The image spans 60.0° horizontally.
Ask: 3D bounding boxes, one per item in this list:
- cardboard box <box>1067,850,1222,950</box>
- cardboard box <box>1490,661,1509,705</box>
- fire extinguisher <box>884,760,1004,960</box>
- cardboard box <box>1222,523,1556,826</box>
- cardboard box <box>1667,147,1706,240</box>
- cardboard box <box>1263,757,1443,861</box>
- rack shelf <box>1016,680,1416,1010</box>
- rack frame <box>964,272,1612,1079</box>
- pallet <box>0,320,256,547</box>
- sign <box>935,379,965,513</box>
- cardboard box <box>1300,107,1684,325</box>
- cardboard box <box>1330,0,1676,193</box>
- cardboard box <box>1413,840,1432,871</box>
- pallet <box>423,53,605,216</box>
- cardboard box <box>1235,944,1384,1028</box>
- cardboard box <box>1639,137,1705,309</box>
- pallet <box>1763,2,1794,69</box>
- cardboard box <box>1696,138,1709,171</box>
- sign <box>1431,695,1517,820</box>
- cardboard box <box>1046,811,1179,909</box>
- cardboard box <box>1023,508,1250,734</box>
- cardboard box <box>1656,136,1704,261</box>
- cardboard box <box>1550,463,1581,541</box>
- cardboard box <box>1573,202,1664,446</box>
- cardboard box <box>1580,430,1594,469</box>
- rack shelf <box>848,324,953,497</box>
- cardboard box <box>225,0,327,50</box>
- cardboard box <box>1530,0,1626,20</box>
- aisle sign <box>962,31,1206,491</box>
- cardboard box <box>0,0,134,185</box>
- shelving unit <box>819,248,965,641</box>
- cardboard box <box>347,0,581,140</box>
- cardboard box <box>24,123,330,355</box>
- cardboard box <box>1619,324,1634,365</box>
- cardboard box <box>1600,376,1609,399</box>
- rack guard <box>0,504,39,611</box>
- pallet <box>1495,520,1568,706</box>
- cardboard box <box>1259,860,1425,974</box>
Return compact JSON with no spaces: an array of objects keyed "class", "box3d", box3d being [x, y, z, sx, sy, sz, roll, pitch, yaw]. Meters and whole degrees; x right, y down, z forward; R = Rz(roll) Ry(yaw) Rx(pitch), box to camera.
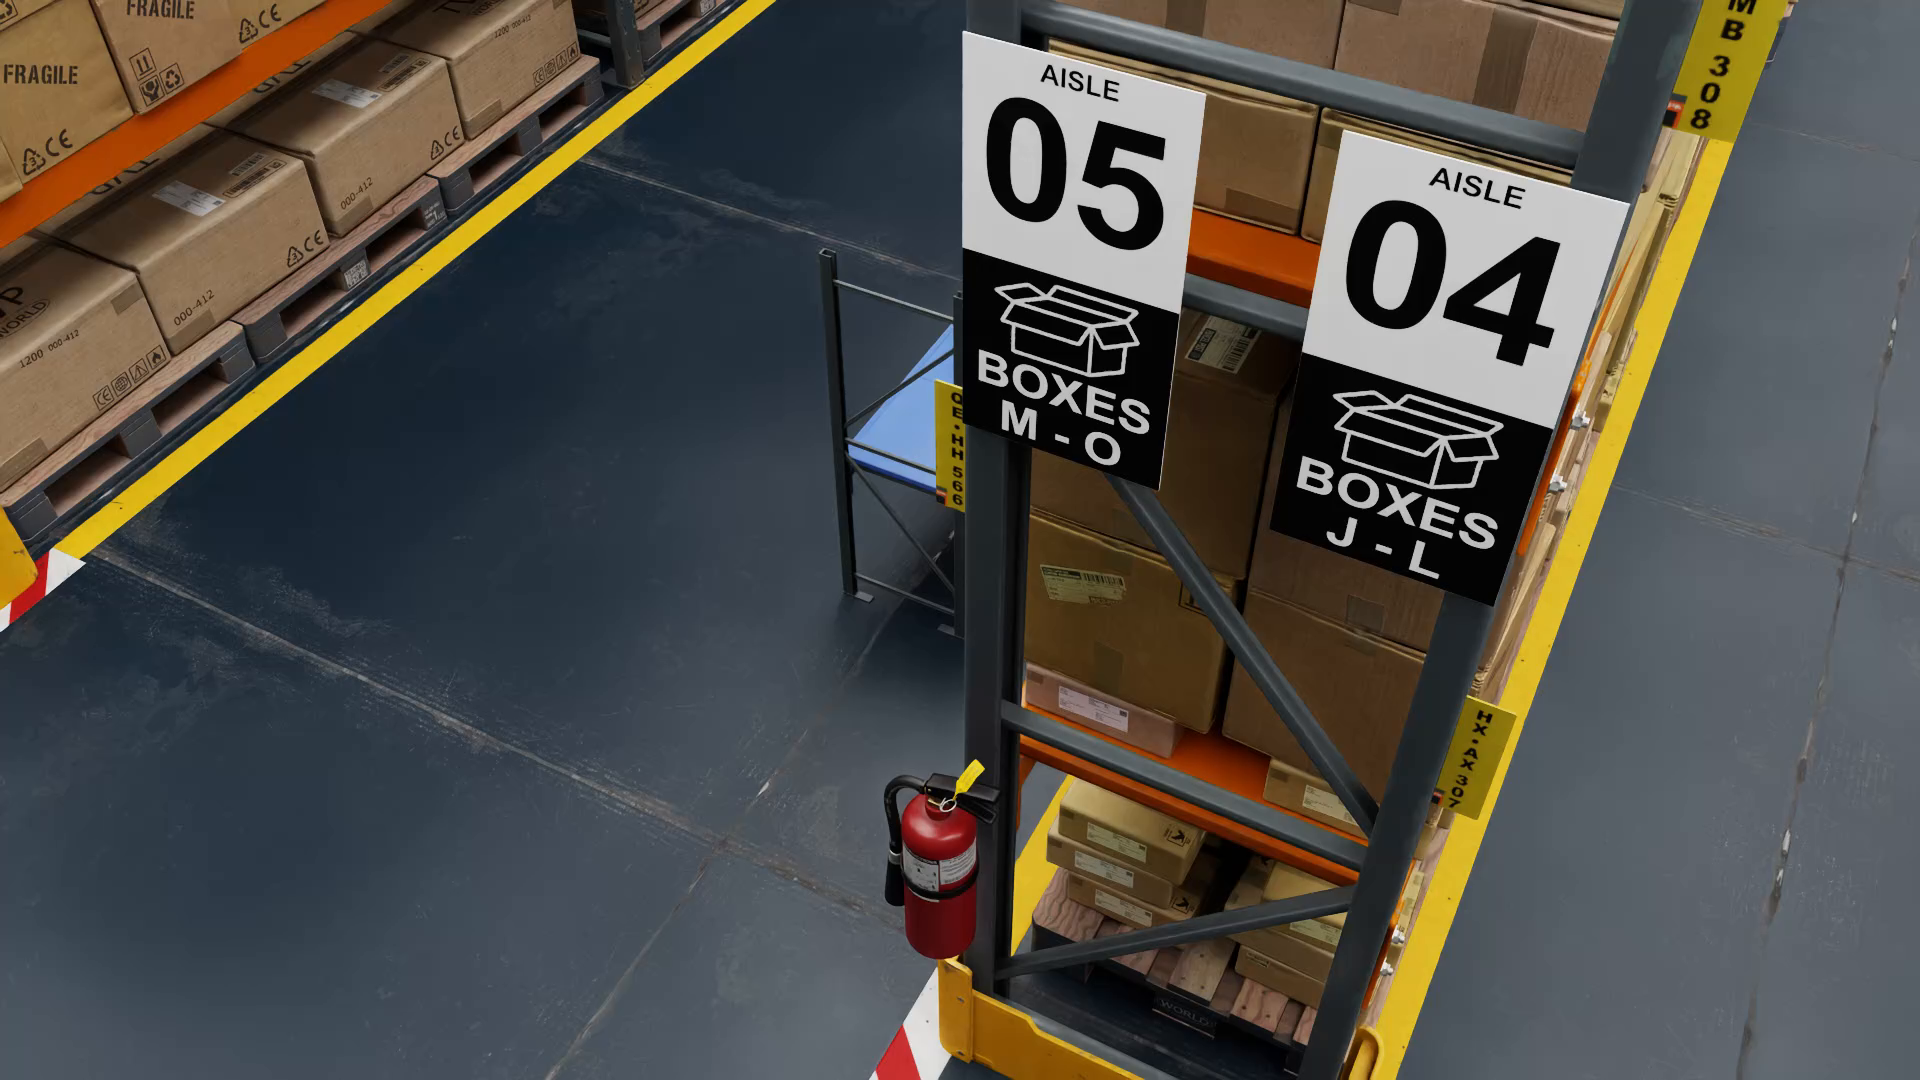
[{"class":"cardboard box","box3d":[0.539,0.991,4.870,0.380,0.149,0.250,21,49,20]},{"class":"cardboard box","box3d":[1.606,0.372,5.483,0.380,0.149,0.250,18,48,17]},{"class":"fire extinguisher","box3d":[-0.047,0.702,3.764,0.296,0.674,0.183,20,49,19]},{"class":"cardboard box","box3d":[0.932,0.206,3.658,0.500,0.500,0.500,23,50,21]},{"class":"cardboard box","box3d":[2.914,-1.629,7.214,0.500,0.500,0.500,22,49,21]},{"class":"cardboard box","box3d":[0.920,0.530,3.794,0.380,0.149,0.250,20,49,19]},{"class":"rack shelf","box3d":[1.407,-0.470,5.111,1.077,0.370,4.000,20,49,19]},{"class":"rack frame","box3d":[0.479,0.537,3.610,1.000,3.000,0.127,20,49,19]},{"class":"pallet","box3d":[-3.650,-0.583,6.677,1.003,0.211,1.213,20,49,19]},{"class":"sign","box3d":[-0.003,-0.177,3.279,0.100,0.325,0.005,20,49,19]},{"class":"cardboard box","box3d":[0.914,-0.663,2.792,0.500,0.250,0.500,22,49,20]},{"class":"cardboard box","box3d":[0.918,-0.837,2.613,0.500,0.250,0.500,21,49,20]},{"class":"cardboard box","box3d":[1.127,0.888,4.763,0.380,0.149,0.250,20,49,19]},{"class":"pallet","box3d":[-2.518,-2.120,8.197,1.003,0.211,1.213,20,49,19]},{"class":"cardboard box","box3d":[1.006,1.168,4.696,0.380,0.149,0.250,21,49,20]},{"class":"cardboard box","box3d":[1.887,-1.085,4.933,0.500,0.500,0.500,20,49,19]},{"class":"pallet","box3d":[2.819,-2.348,6.597,1.003,0.211,1.213,20,49,19]},{"class":"cardboard box","box3d":[2.388,-1.439,5.740,0.380,0.149,0.250,19,48,18]},{"class":"sign","box3d":[0.960,0.412,3.125,0.100,0.325,0.005,20,49,19]},{"class":"cardboard box","box3d":[0.471,0.861,4.790,0.380,0.149,0.250,19,48,18]},{"class":"cardboard box","box3d":[0.460,0.030,3.832,0.500,0.500,0.500,21,49,20]},{"class":"cardboard box","box3d":[1.646,-1.111,4.257,0.500,0.500,0.500,19,48,18]},{"class":"cardboard box","box3d":[1.861,-0.181,5.611,0.380,0.149,0.250,19,48,18]},{"class":"cardboard box","box3d":[1.151,-0.469,3.622,0.500,0.500,0.500,22,49,20]},{"class":"cardboard box","box3d":[2.195,-0.445,6.290,0.380,0.149,0.250,19,48,18]},{"class":"rack shelf","box3d":[0.040,-0.455,5.898,0.538,0.185,1.000,20,49,19]},{"class":"cardboard box","box3d":[-2.795,-2.239,6.284,0.500,0.500,0.500,22,49,20]},{"class":"cardboard box","box3d":[0.831,-0.909,2.404,0.380,0.149,0.250,20,49,19]},{"class":"aisle sign","box3d":[0.179,-0.429,2.738,0.394,0.787,0.004,20,49,19]},{"class":"cardboard box","box3d":[-3.265,-1.604,5.656,0.500,0.500,0.500,20,49,19]},{"class":"shelving unit","box3d":[0.040,-0.581,5.770,0.538,1.500,1.048,20,49,19]},{"class":"cardboard box","box3d":[-2.482,-2.440,8.059,0.875,0.438,0.875,20,49,19]},{"class":"cardboard box","box3d":[-3.317,-1.308,6.940,0.875,0.438,0.875,22,49,20]},{"class":"cardboard box","box3d":[2.357,-0.755,6.387,0.380,0.149,0.250,18,48,17]},{"class":"cardboard box","box3d":[2.209,-0.694,6.118,0.380,0.149,0.250,20,49,19]},{"class":"rack guard","box3d":[-3.963,-0.139,6.036,1.175,0.500,0.348,20,49,19]},{"class":"pallet","box3d":[1.490,0.204,5.900,1.003,0.211,1.213,20,49,19]},{"class":"cardboard box","box3d":[1.023,0.965,4.478,0.380,0.149,0.250,18,48,17]}]
